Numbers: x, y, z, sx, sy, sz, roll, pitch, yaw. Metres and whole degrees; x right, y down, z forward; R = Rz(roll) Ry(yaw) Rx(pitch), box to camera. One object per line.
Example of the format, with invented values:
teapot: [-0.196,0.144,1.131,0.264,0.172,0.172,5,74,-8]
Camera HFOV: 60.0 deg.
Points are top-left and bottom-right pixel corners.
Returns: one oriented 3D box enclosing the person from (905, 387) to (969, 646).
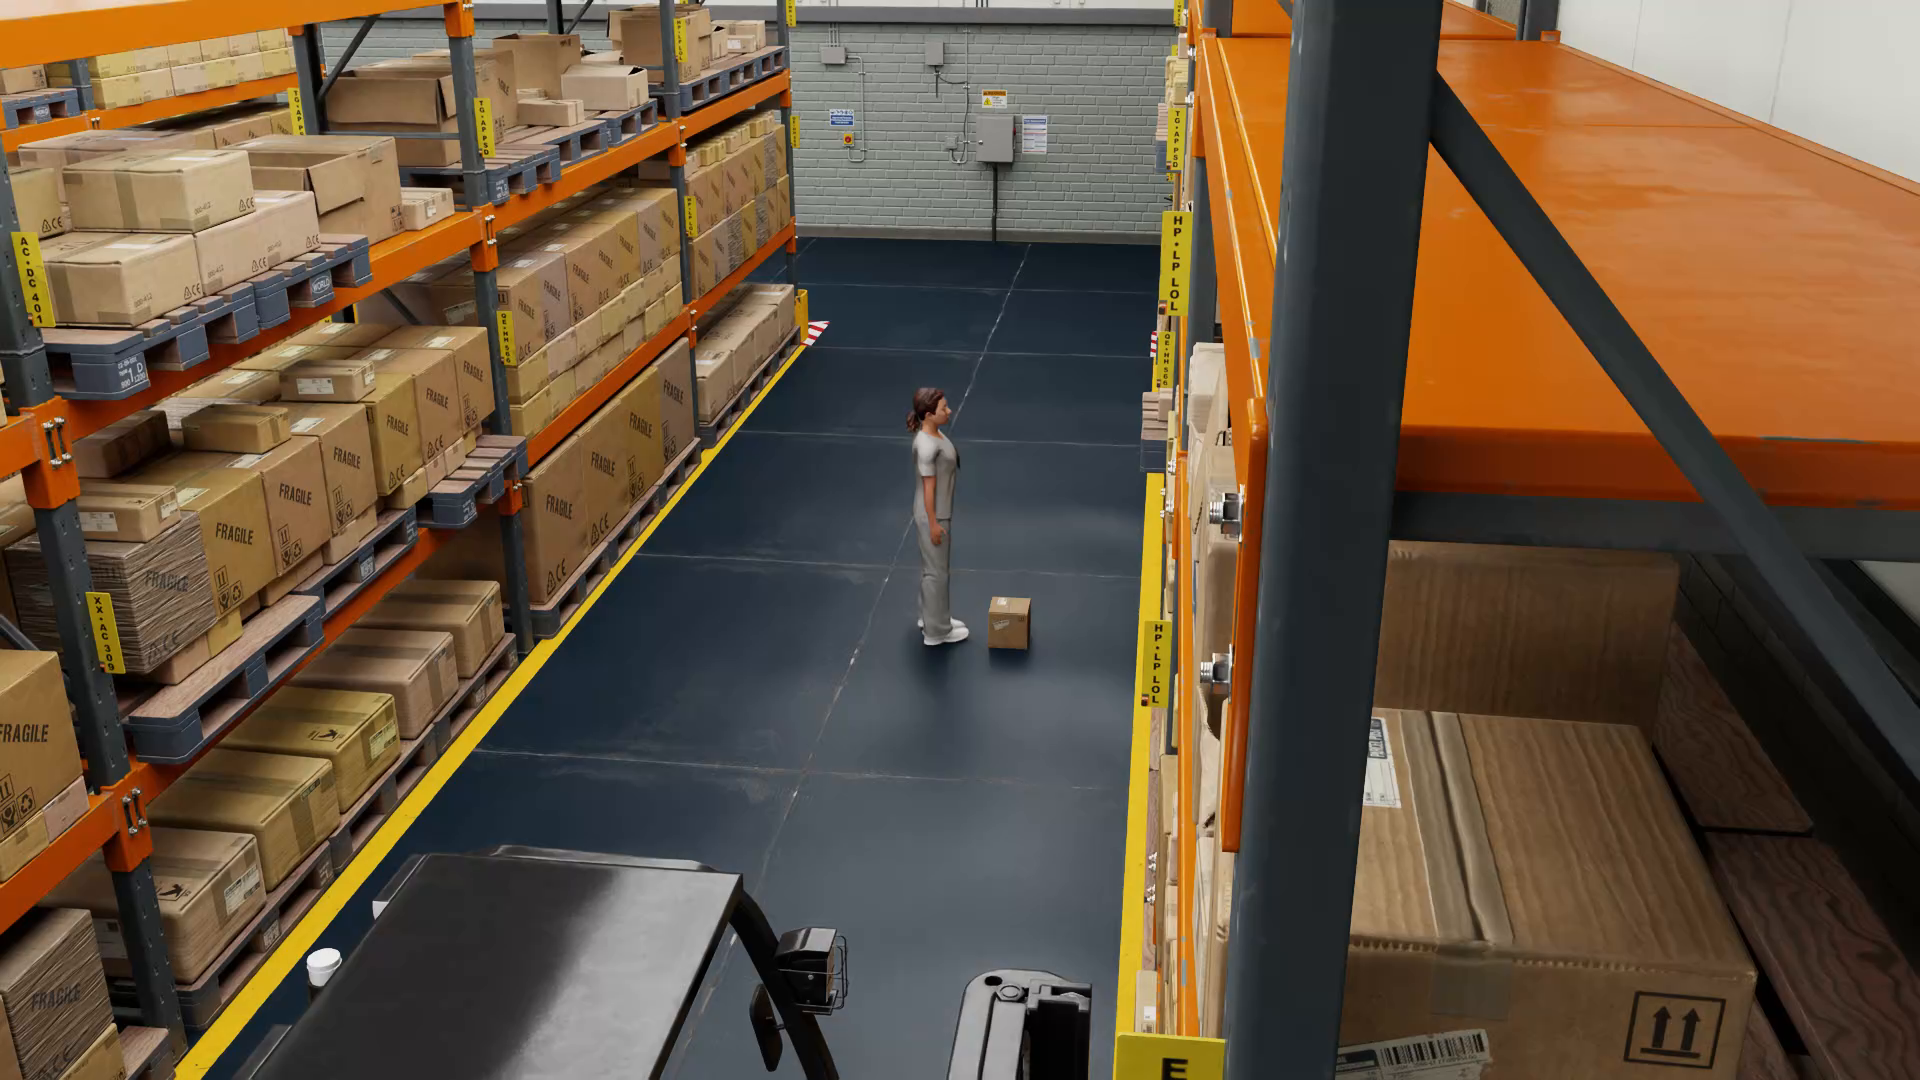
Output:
person: [-0.137,-0.141,10.482,0.390,1.649,0.454,1,21,2]
